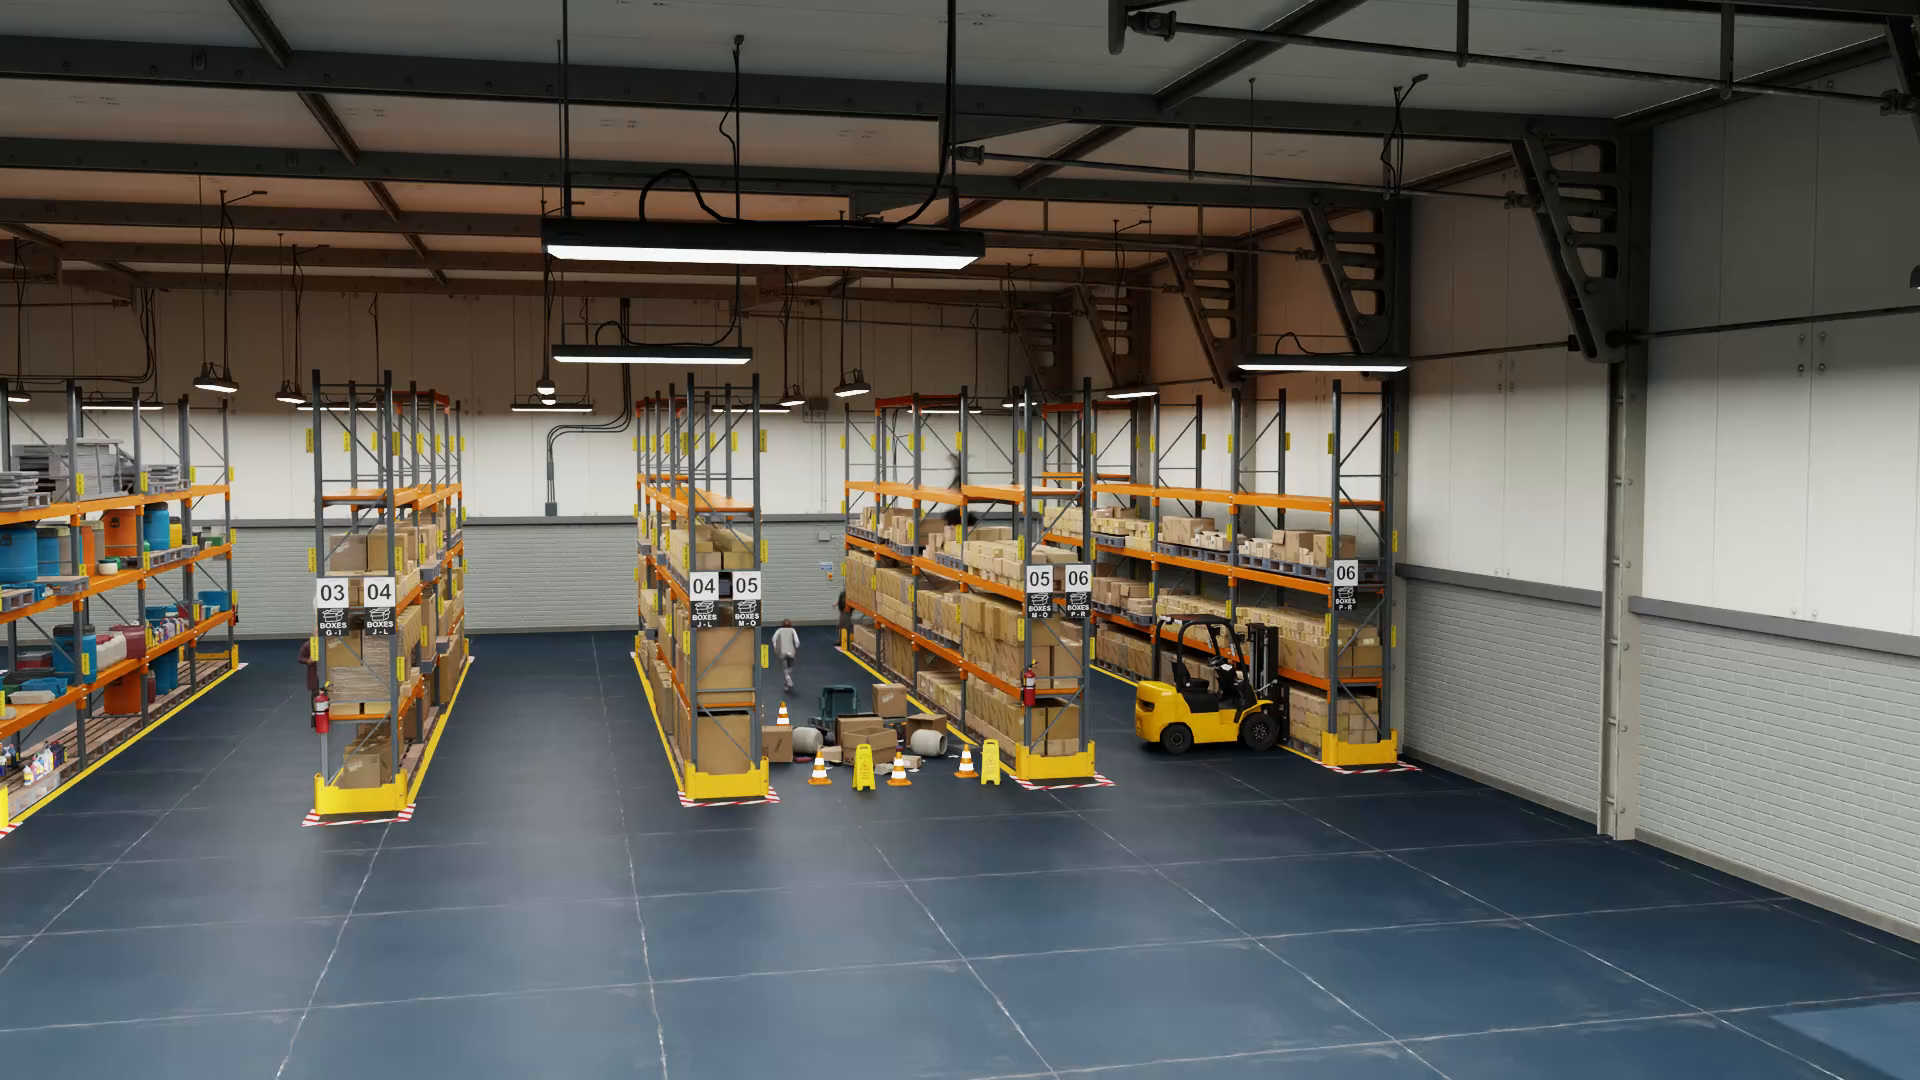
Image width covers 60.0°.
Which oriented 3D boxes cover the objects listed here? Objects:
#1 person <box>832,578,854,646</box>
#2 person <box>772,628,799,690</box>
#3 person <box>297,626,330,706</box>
[{"bbox_3d":[-2.788,1.781,41.319,0.801,1.705,0.669,-1,4,-20],"label":"person"},{"bbox_3d":[-3.526,2.440,33.676,0.556,1.274,0.734,0,3,-7],"label":"person"},{"bbox_3d":[-11.262,2.394,29.236,0.709,1.771,1.034,-1,3,-19],"label":"person"}]
